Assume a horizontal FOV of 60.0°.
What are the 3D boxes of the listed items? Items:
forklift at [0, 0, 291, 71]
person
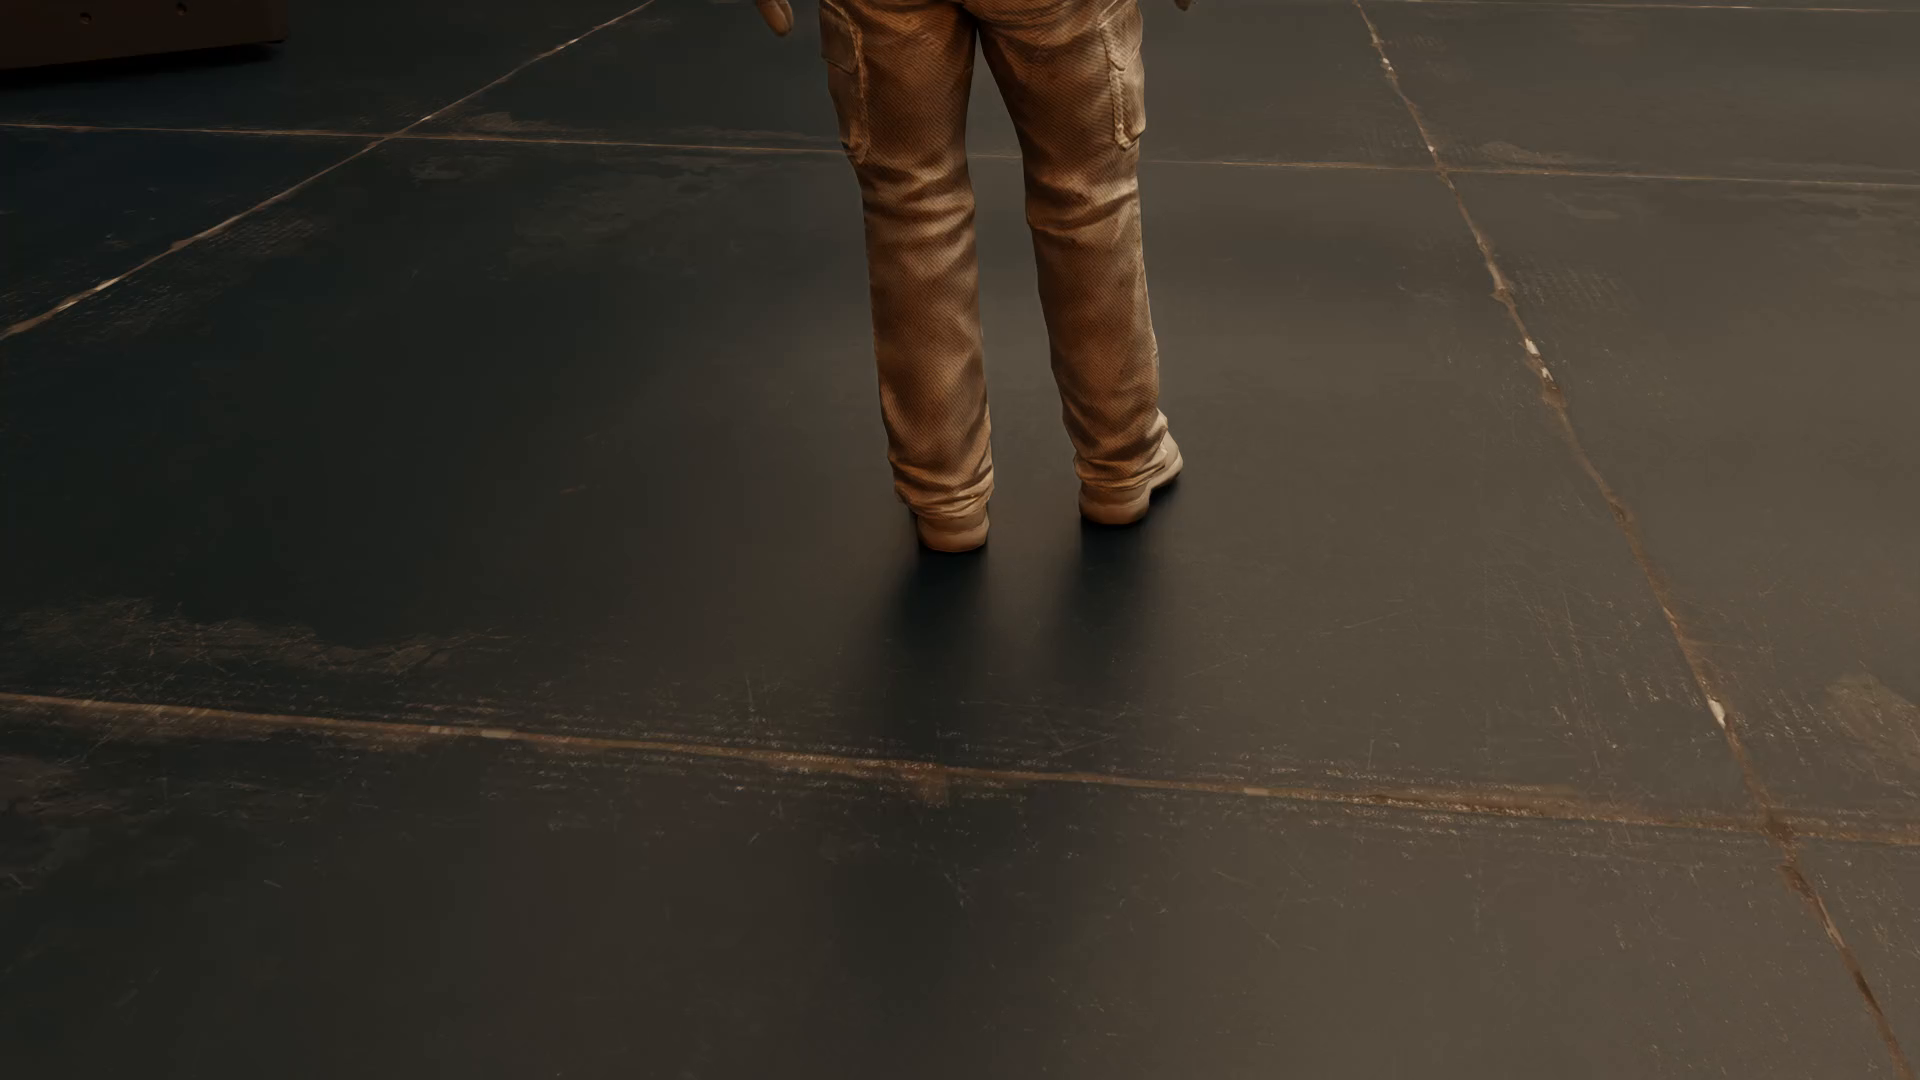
[{"bbox_3d":[-3.692,-3.420,6.073,1.130,2.935,3.031,-19,32,-33],"label":"forklift"},{"bbox_3d":[0.018,-0.836,2.162,0.657,1.785,0.575,3,27,7],"label":"person"}]
